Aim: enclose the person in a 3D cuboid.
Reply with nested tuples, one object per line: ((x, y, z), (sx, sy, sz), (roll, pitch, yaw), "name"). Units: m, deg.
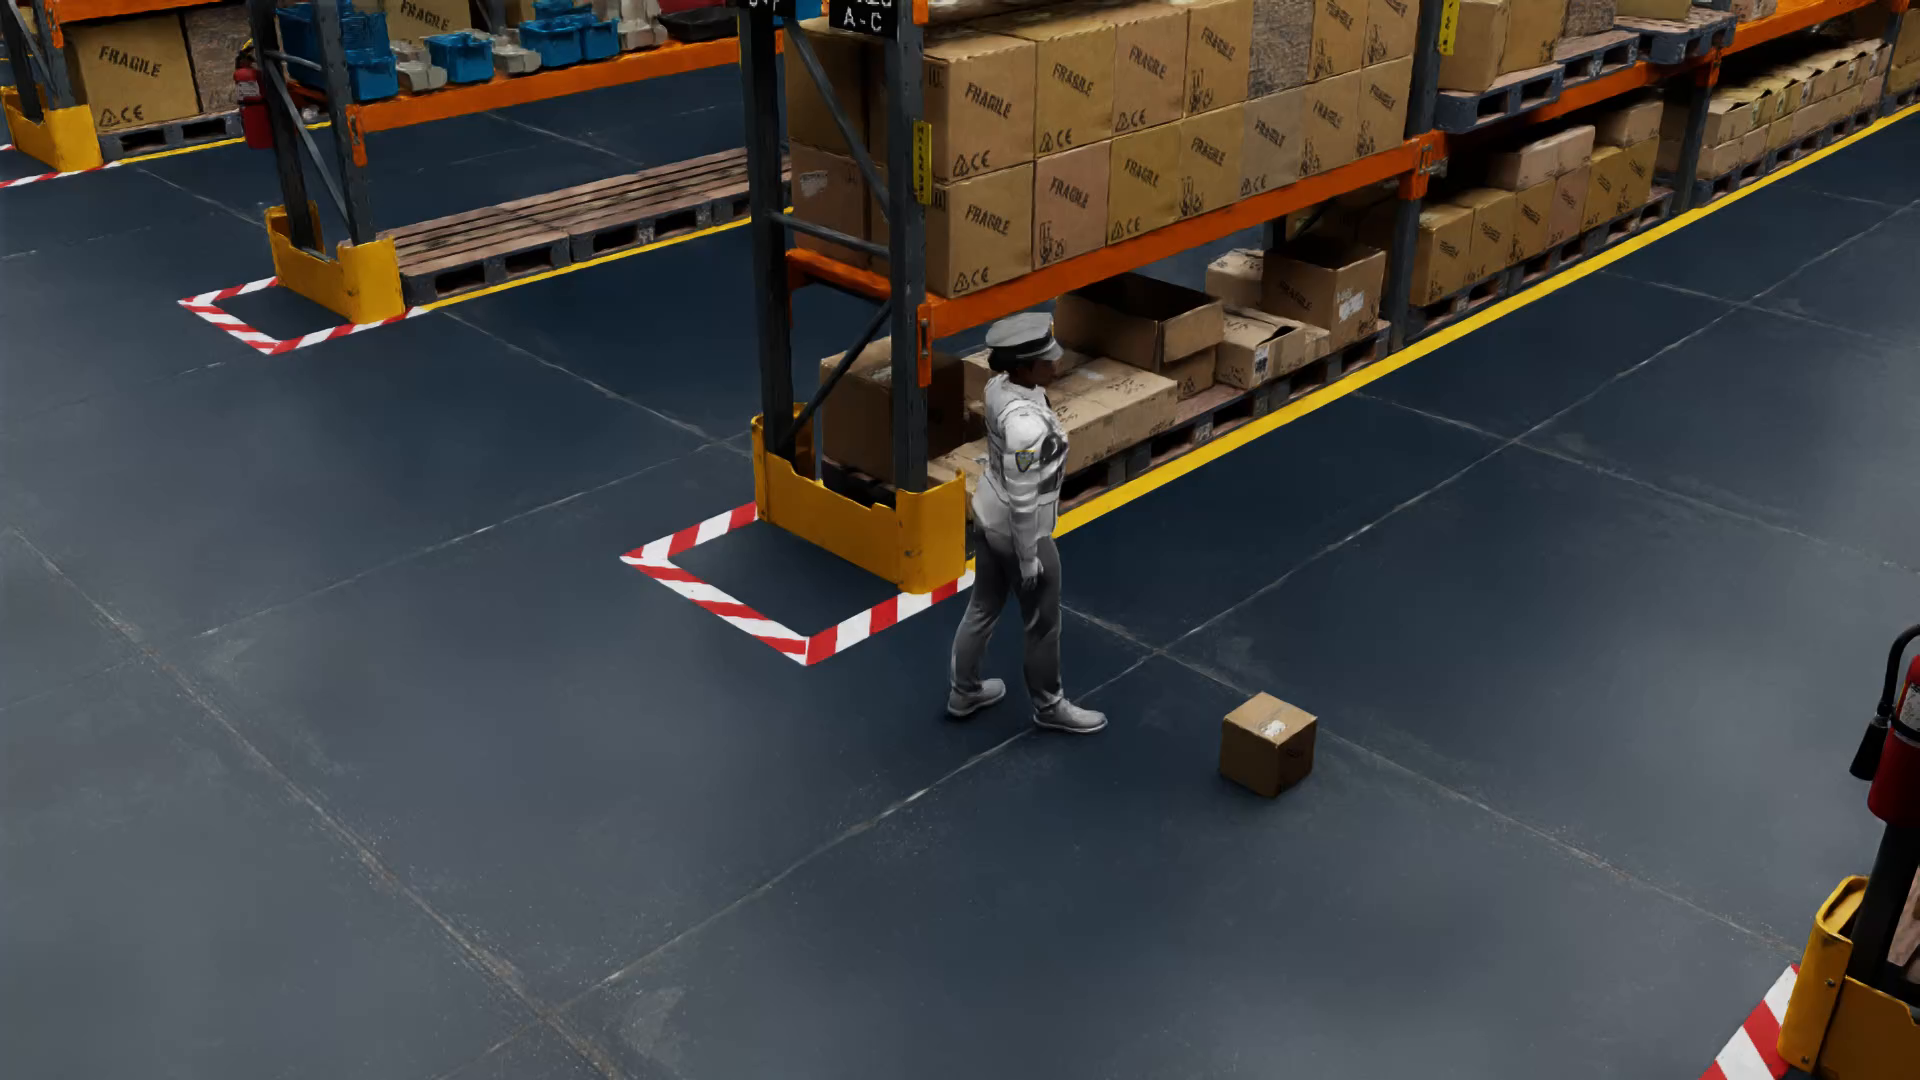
((0.249, -0.052, 6.194), (0.578, 1.677, 0.476), (-8, 29, -15), "person")
